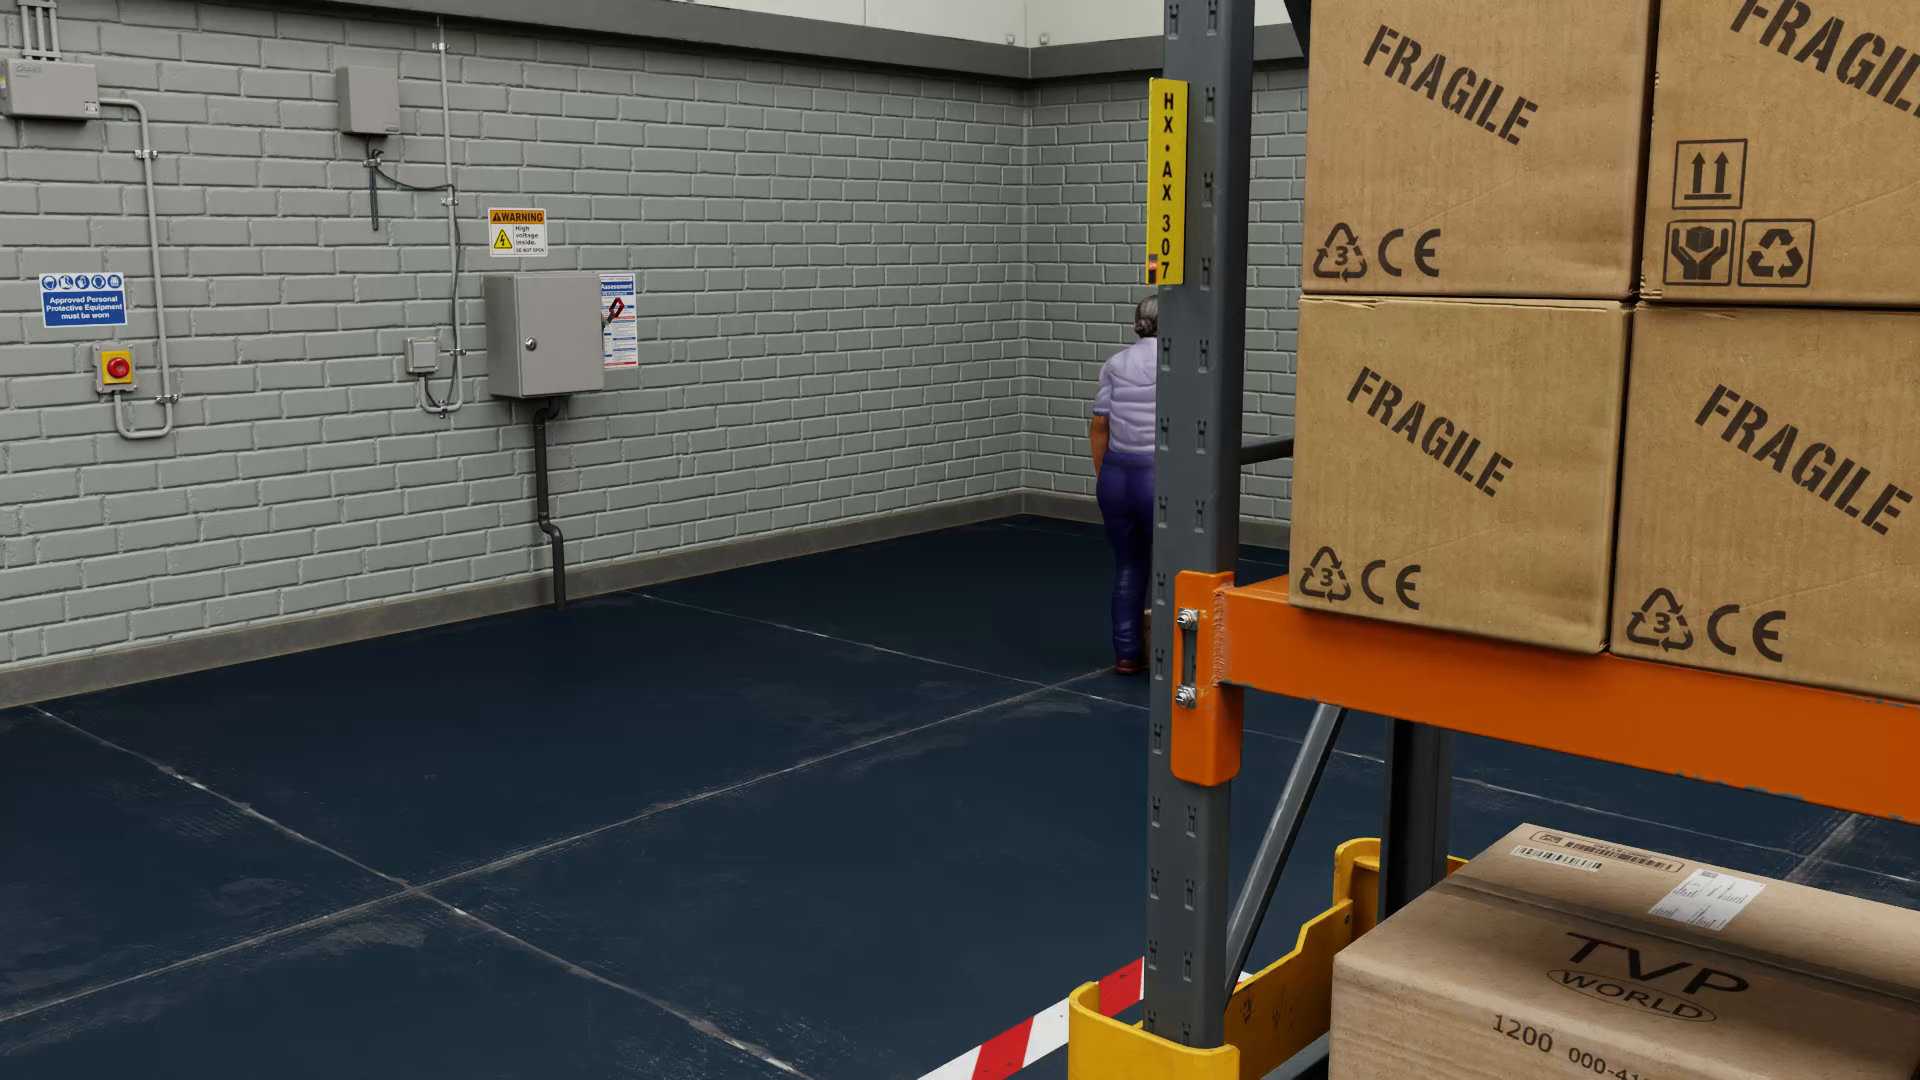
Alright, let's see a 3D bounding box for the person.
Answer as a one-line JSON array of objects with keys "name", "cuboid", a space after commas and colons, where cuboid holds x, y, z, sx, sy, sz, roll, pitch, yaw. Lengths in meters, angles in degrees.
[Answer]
[{"name": "person", "cuboid": [0.832, -0.218, 7.136, 0.564, 1.652, 0.422, 8, 13, 37]}]
